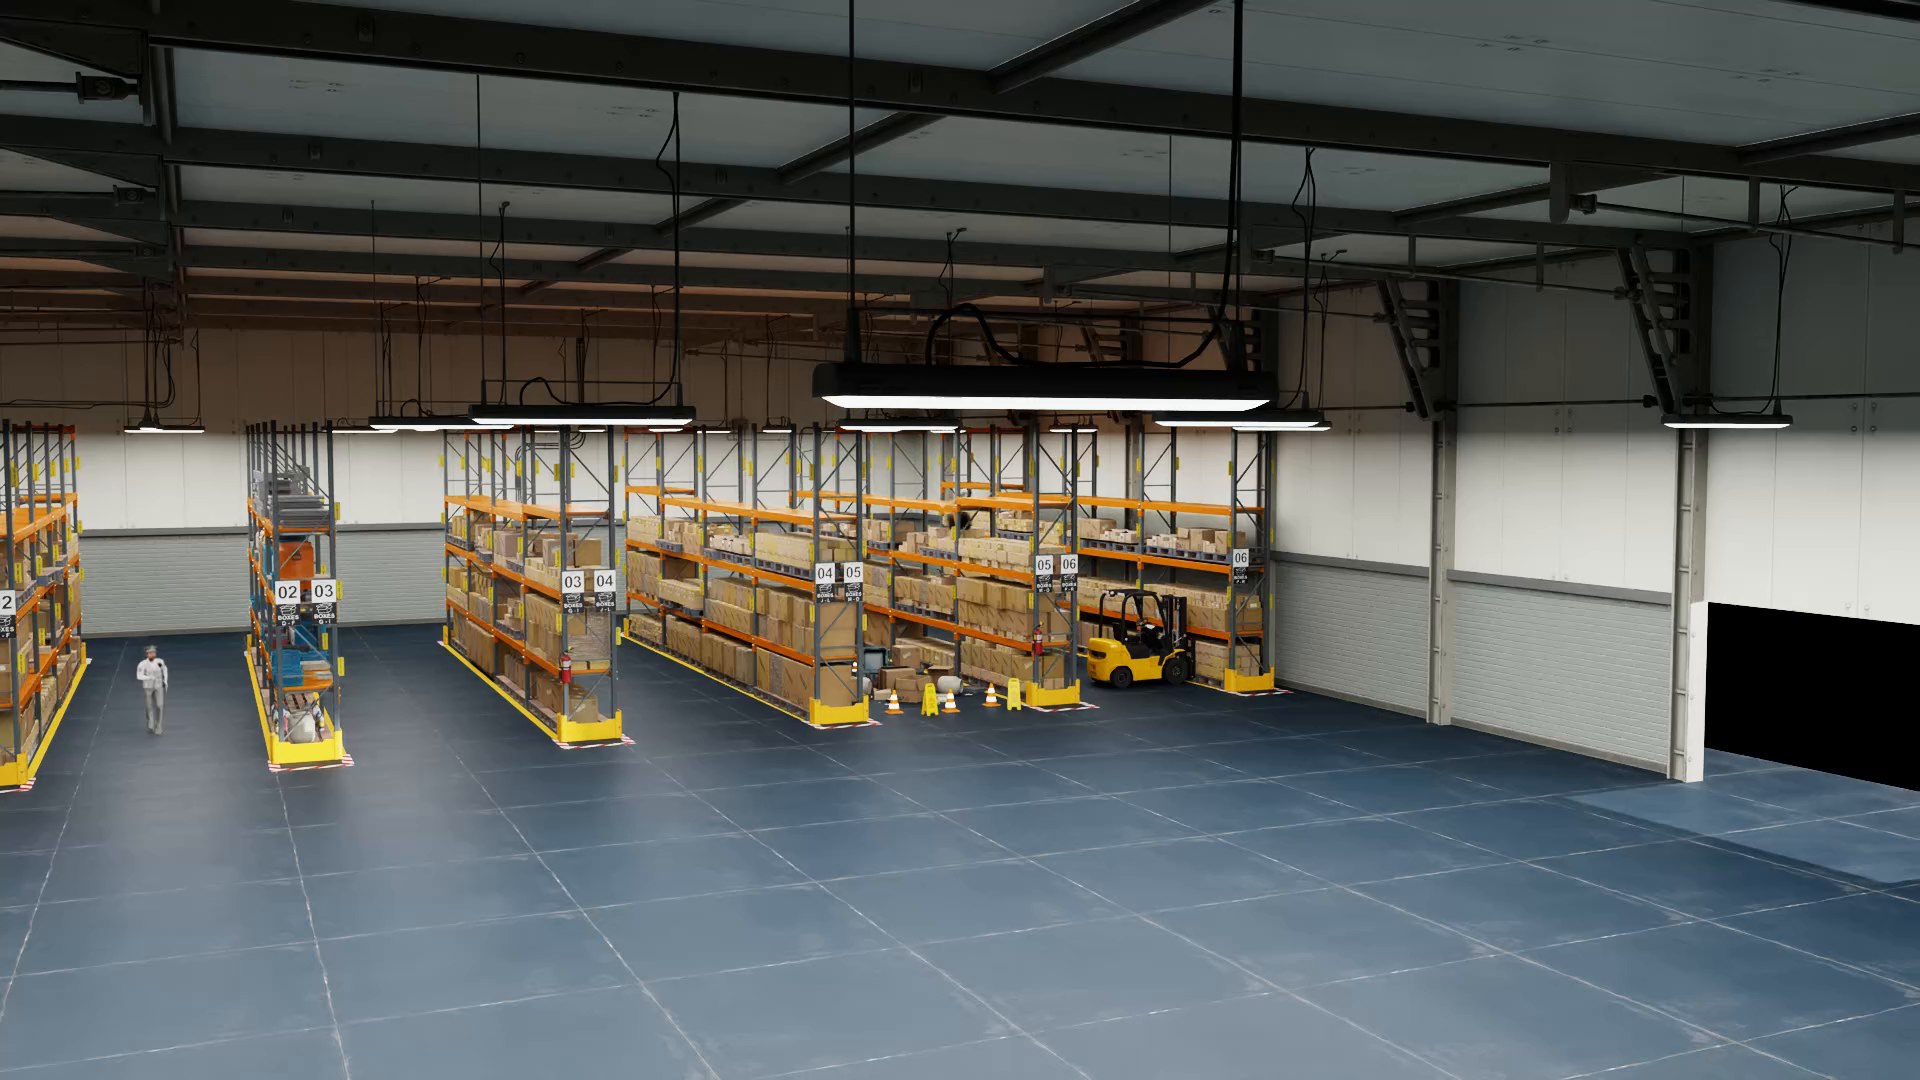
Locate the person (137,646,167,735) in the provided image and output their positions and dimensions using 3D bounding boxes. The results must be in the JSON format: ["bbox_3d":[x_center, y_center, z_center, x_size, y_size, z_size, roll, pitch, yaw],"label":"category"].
[{"bbox_3d":[-15.524,2.883,31.977,0.547,1.737,0.799,-2,4,-29],"label":"person"}]

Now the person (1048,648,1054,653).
[{"bbox_3d":[2.052,2.228,42.984,0.574,1.632,0.953,-3,5,-40],"label":"person"}]

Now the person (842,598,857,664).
[{"bbox_3d":[-2.795,2.294,41.621,0.727,1.607,1.160,-1,4,-17],"label":"person"}]

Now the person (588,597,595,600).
[{"bbox_3d":[-9.883,2.107,44.633,0.678,1.712,0.757,-1,4,-11],"label":"person"}]
